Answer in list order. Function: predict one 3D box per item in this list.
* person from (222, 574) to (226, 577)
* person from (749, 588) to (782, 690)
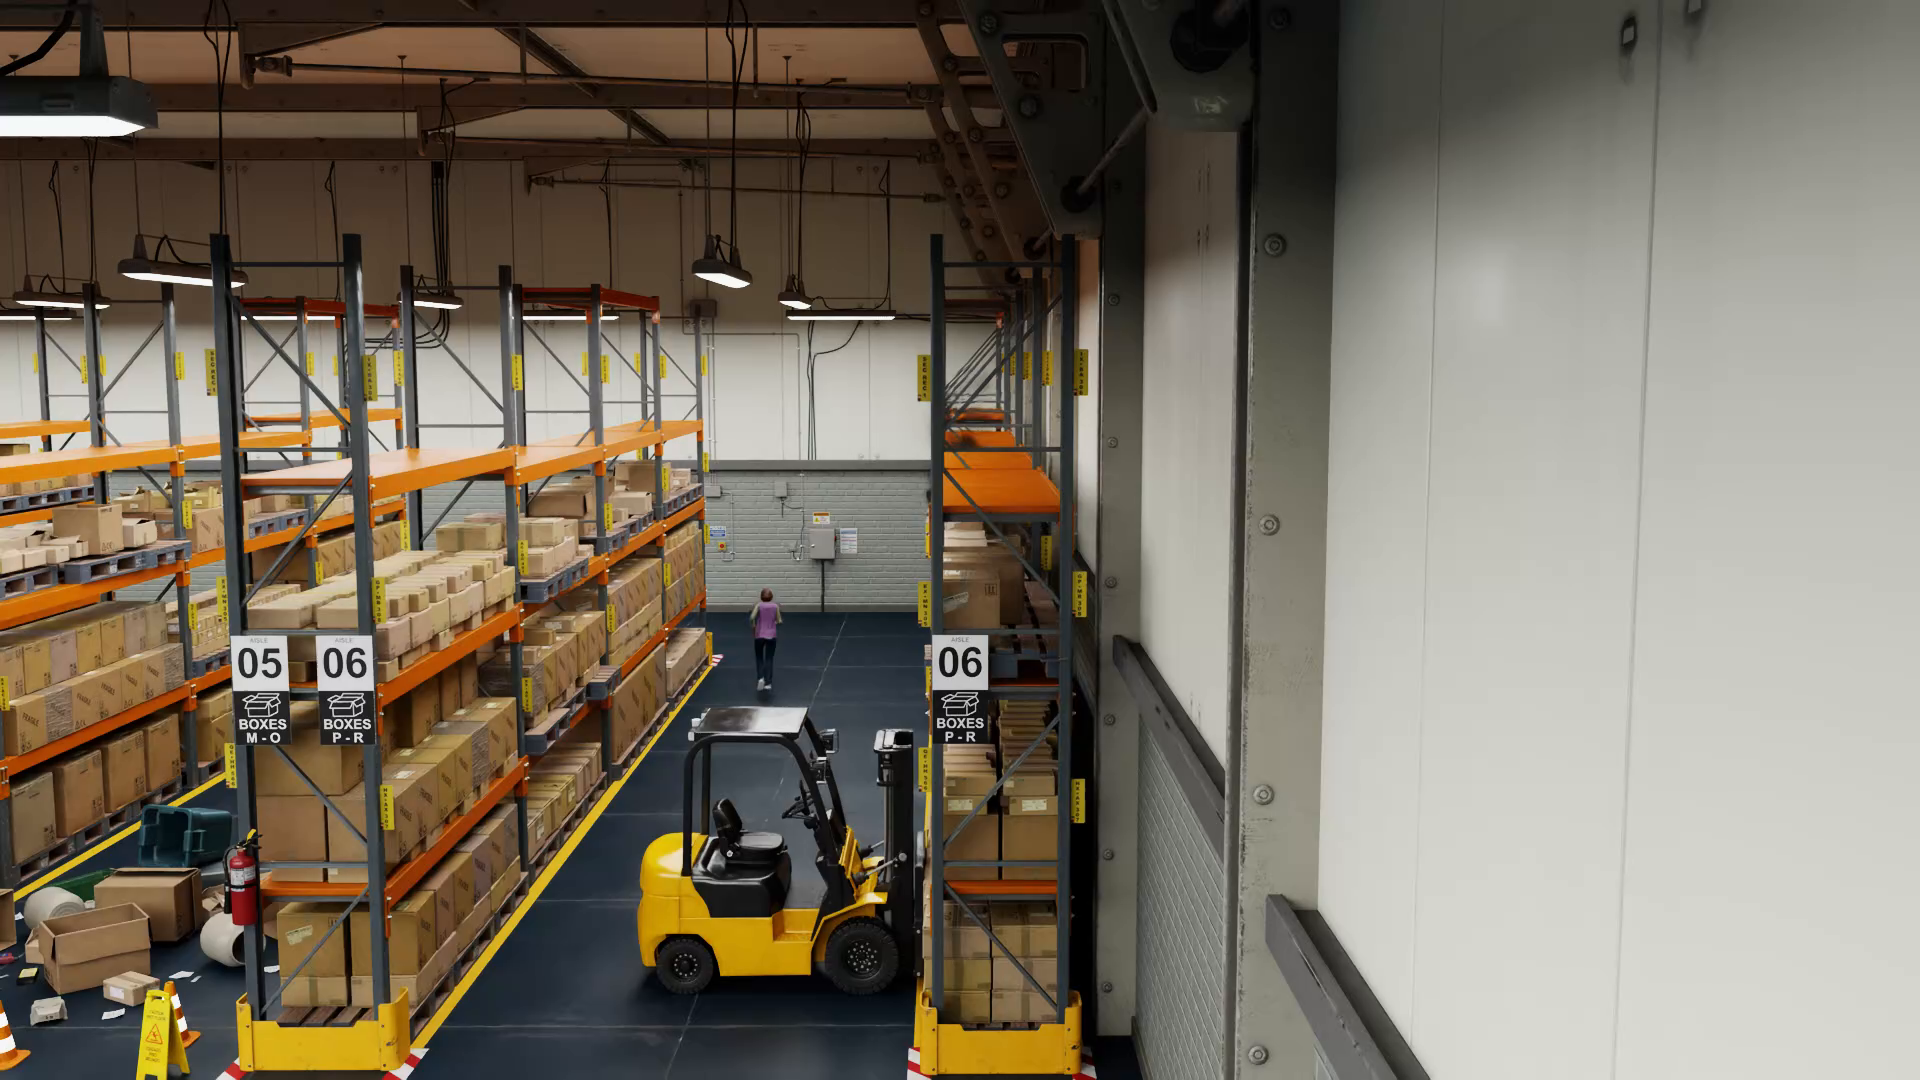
[{"bbox_3d":[-11.493,1.413,26.186,0.644,1.812,0.687,0,6,-1],"label":"person"},{"bbox_3d":[-2.995,1.549,25.652,0.513,1.631,0.702,-1,6,-8],"label":"person"}]
